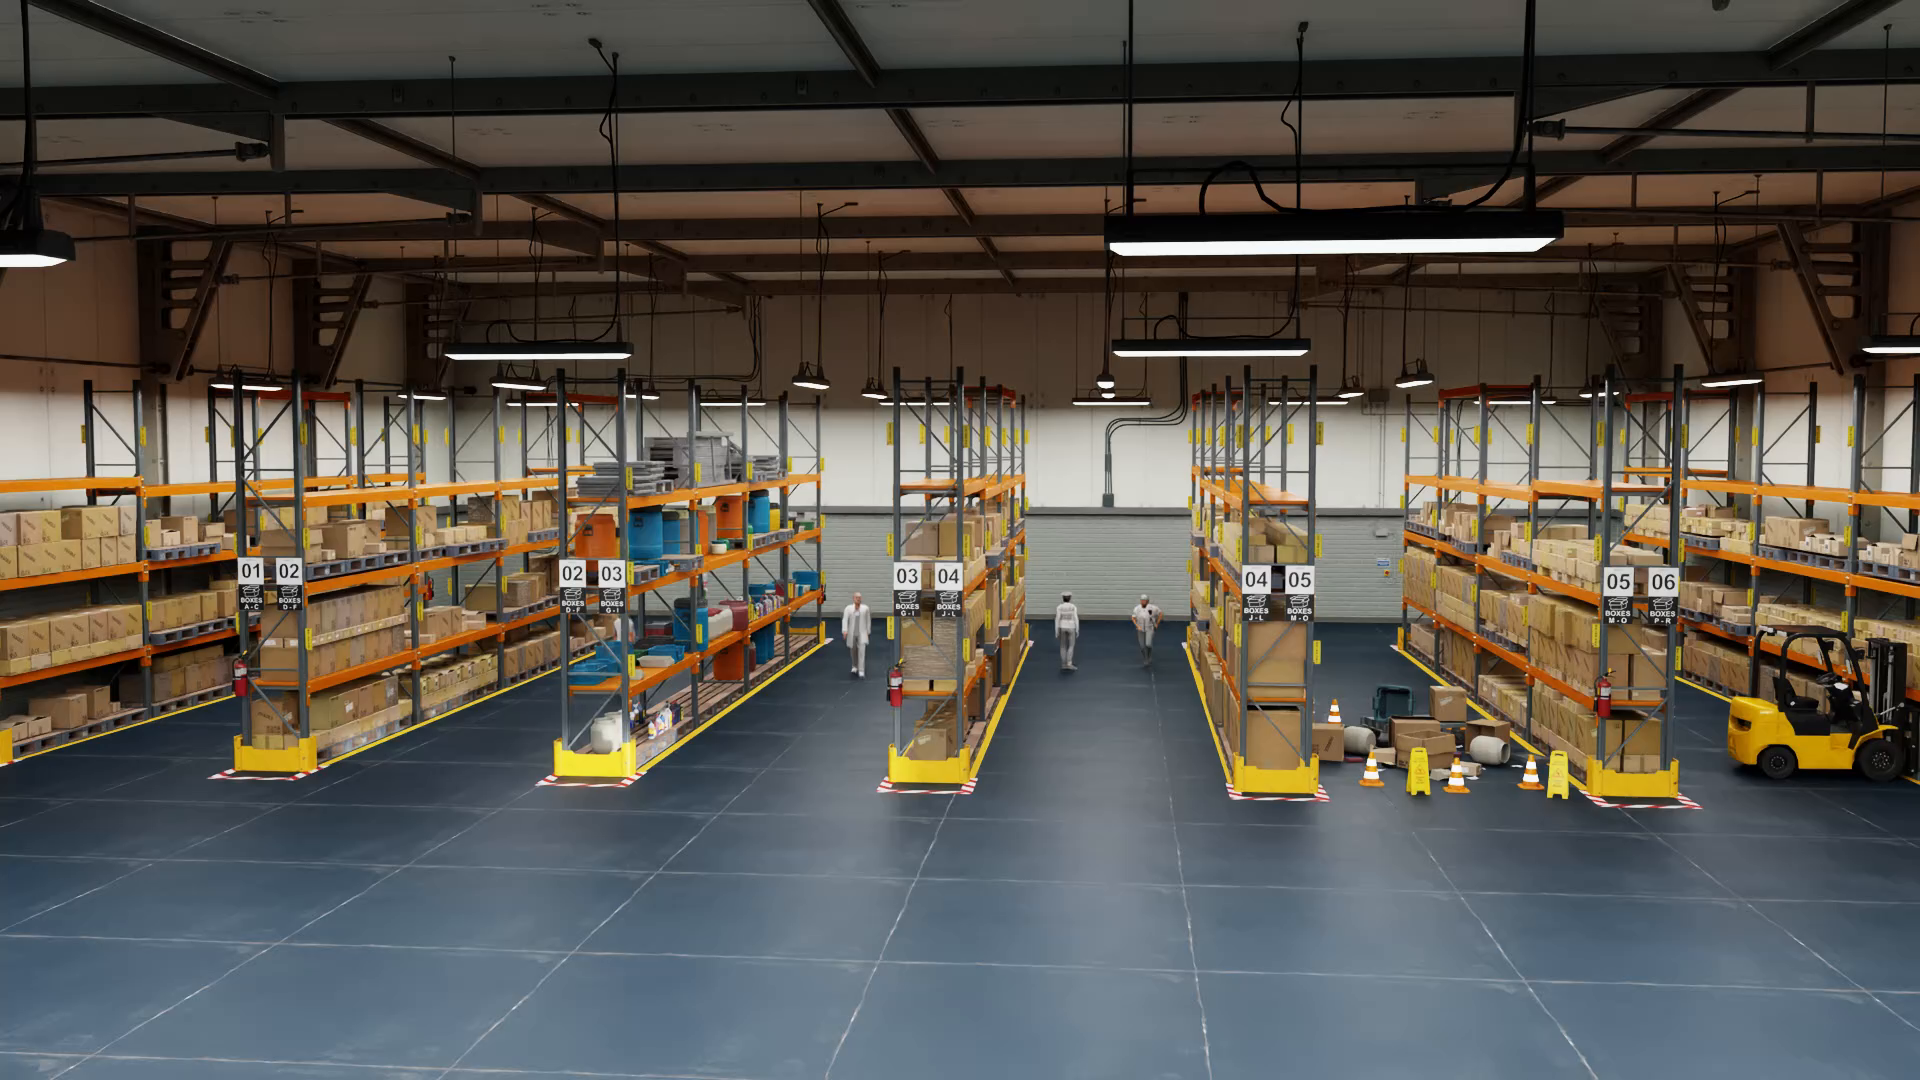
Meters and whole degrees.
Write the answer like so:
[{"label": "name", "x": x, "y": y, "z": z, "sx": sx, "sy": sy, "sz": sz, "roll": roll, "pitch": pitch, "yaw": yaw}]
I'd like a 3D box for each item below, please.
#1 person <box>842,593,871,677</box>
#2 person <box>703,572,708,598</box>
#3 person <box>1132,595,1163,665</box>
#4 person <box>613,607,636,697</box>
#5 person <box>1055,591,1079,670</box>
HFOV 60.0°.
[{"label": "person", "x": -2.161, "y": 1.998, "z": 34.633, "sx": 0.579, "sy": 1.636, "sz": 1.129, "roll": 0, "pitch": 4, "yaw": 1}, {"label": "person", "x": -6.992, "y": 1.331, "z": 44.432, "sx": 0.499, "sy": 1.789, "sz": 0.581, "roll": 0, "pitch": 4, "yaw": 7}, {"label": "person", "x": 4.084, "y": 1.962, "z": 36.242, "sx": 0.647, "sy": 1.581, "sz": 0.748, "roll": 1, "pitch": 4, "yaw": 17}, {"label": "person", "x": -6.455, "y": 2.118, "z": 32.025, "sx": 0.578, "sy": 1.781, "sz": 0.514, "roll": 1, "pitch": 4, "yaw": 16}, {"label": "person", "x": 2.291, "y": 1.949, "z": 35.750, "sx": 0.511, "sy": 1.682, "sz": 0.483, "roll": 1, "pitch": 4, "yaw": 12}]
